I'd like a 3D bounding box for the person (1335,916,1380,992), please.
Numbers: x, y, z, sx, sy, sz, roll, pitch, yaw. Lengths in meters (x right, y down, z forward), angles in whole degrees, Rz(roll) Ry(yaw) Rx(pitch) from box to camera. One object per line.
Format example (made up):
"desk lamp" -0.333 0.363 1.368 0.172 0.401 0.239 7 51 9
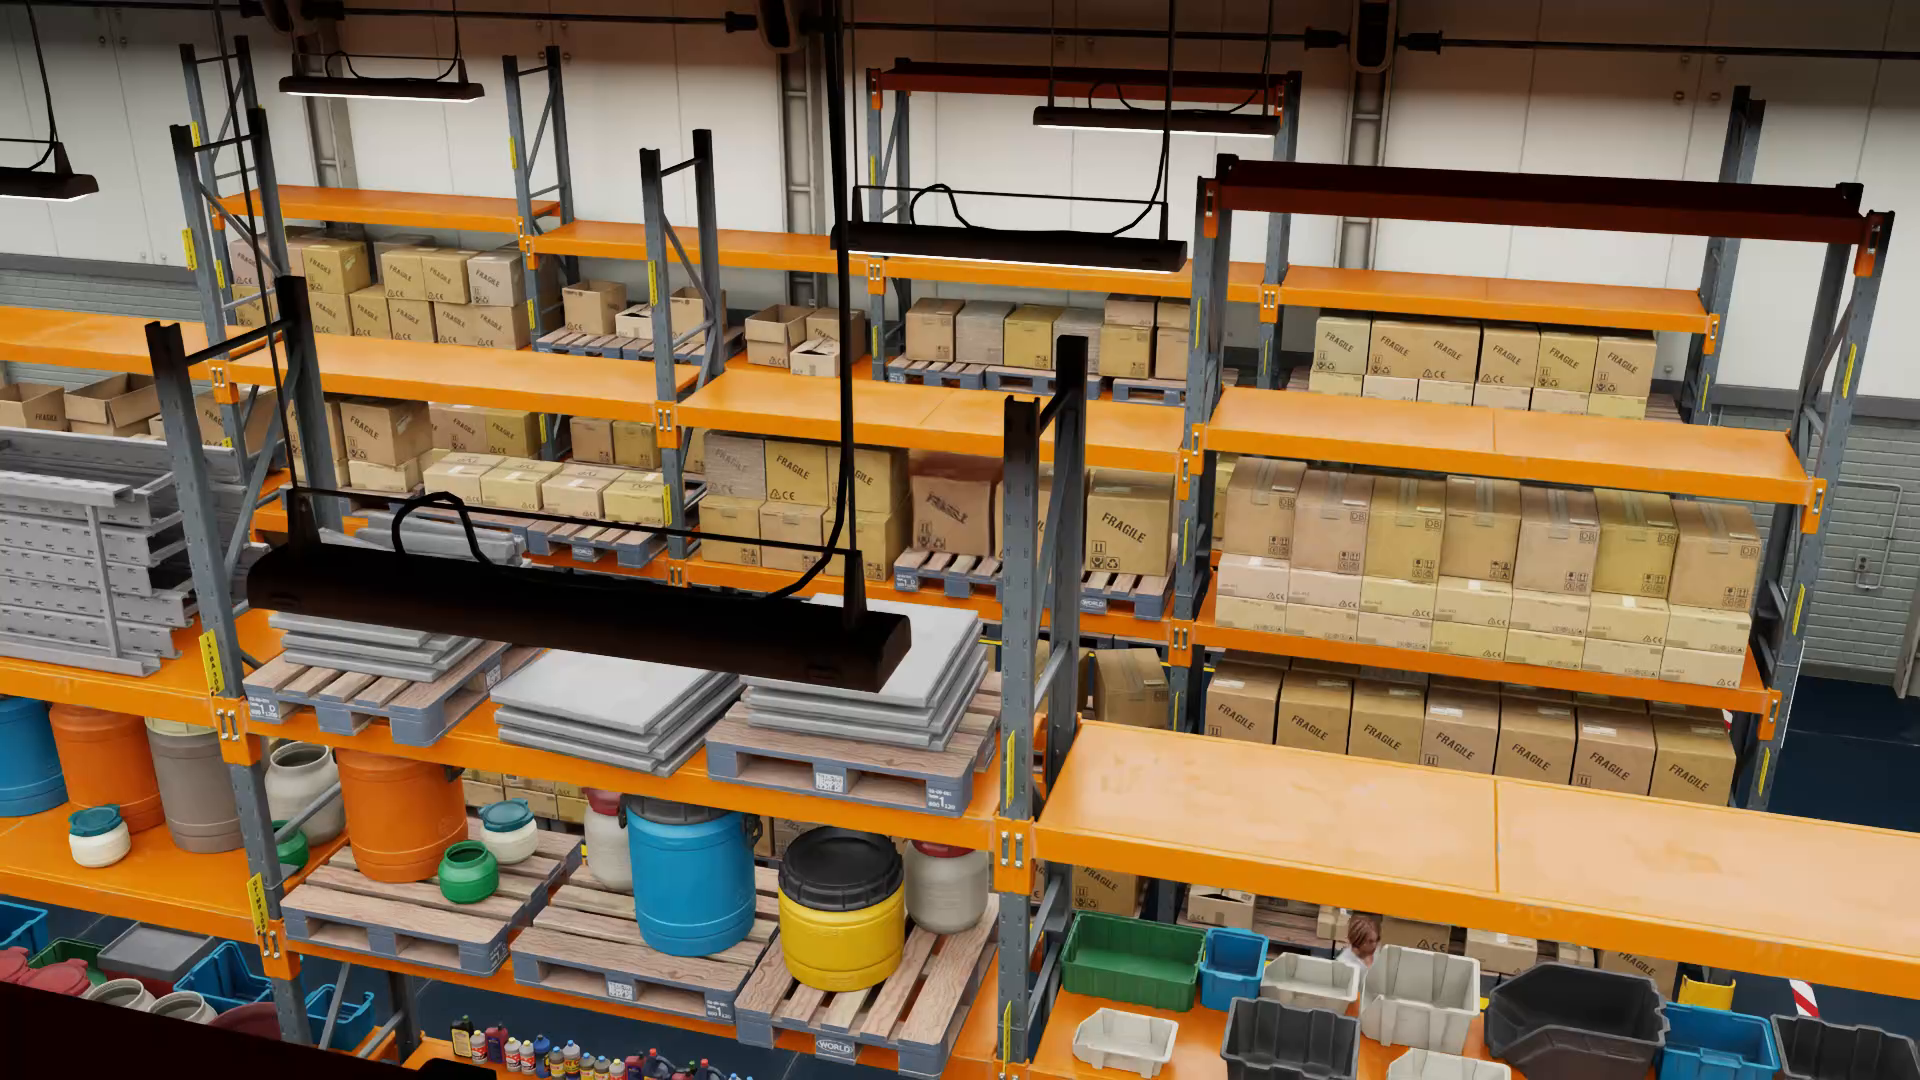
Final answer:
"person" 2.597 3.094 10.847 0.475 1.452 0.468 -20 30 -40
